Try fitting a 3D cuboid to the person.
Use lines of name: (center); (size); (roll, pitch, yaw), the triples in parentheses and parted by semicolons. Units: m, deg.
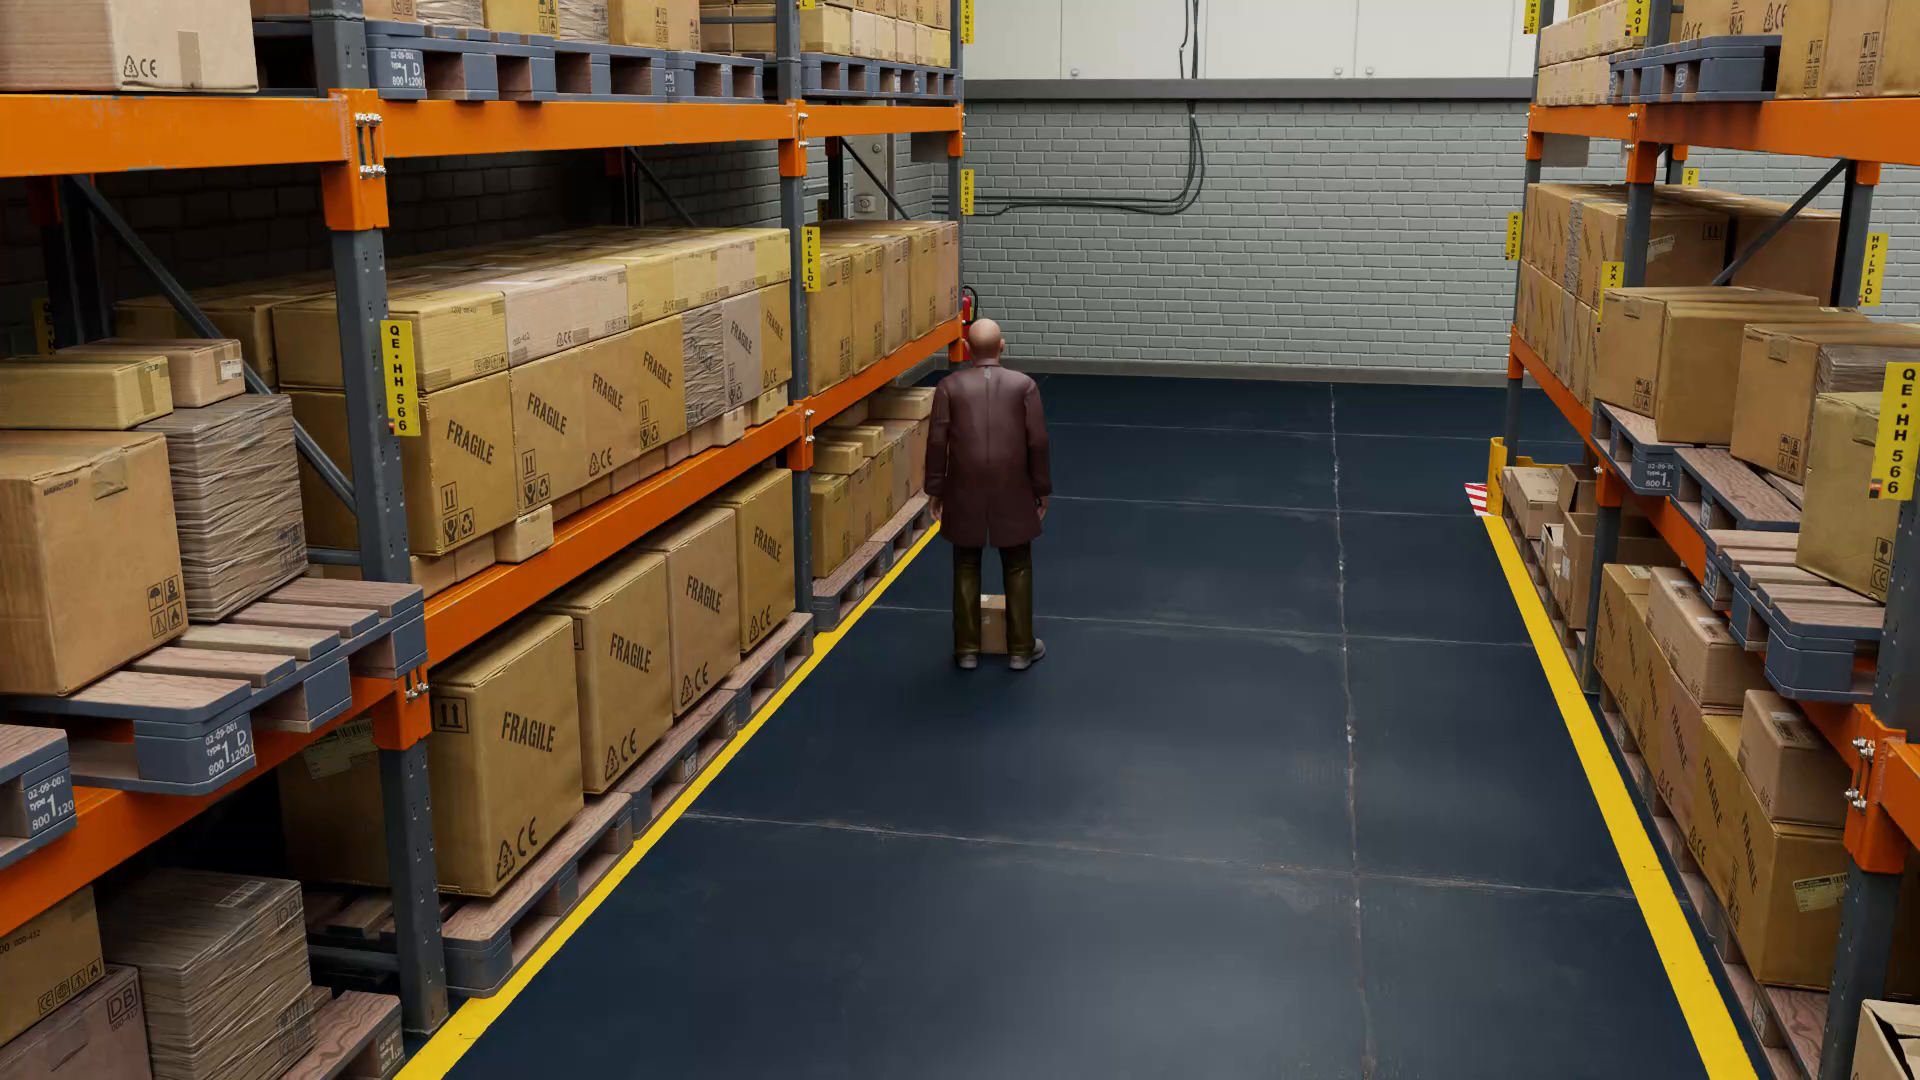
person: (0.141, -0.229, 8.430); (0.653, 1.773, 0.426); (1, 14, 3)
